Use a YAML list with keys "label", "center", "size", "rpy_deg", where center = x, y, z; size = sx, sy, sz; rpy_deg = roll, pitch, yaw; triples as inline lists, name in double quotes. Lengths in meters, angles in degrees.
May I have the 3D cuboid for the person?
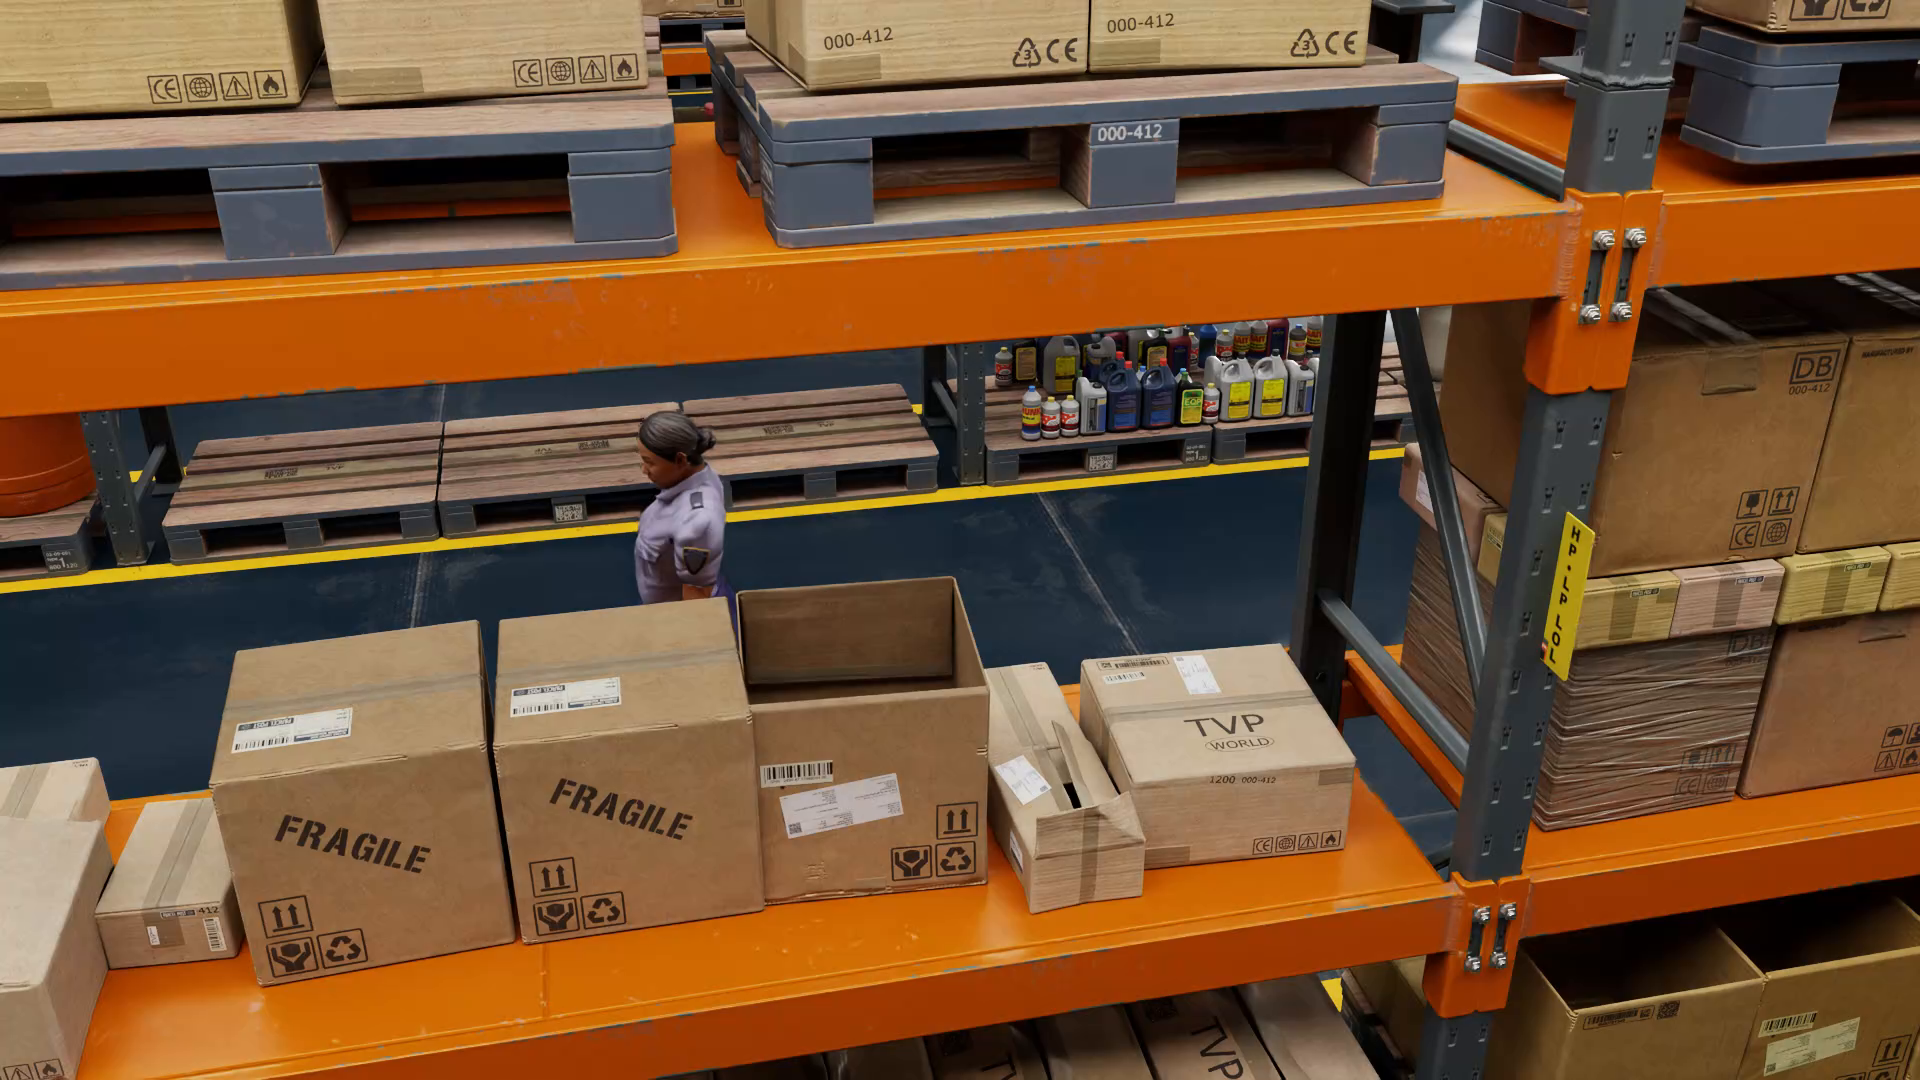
- label: "person"
  center: [-0.877, 0.335, 5.493]
  size: [0.339, 1.642, 0.474]
  rpy_deg: [-5, 27, -10]
